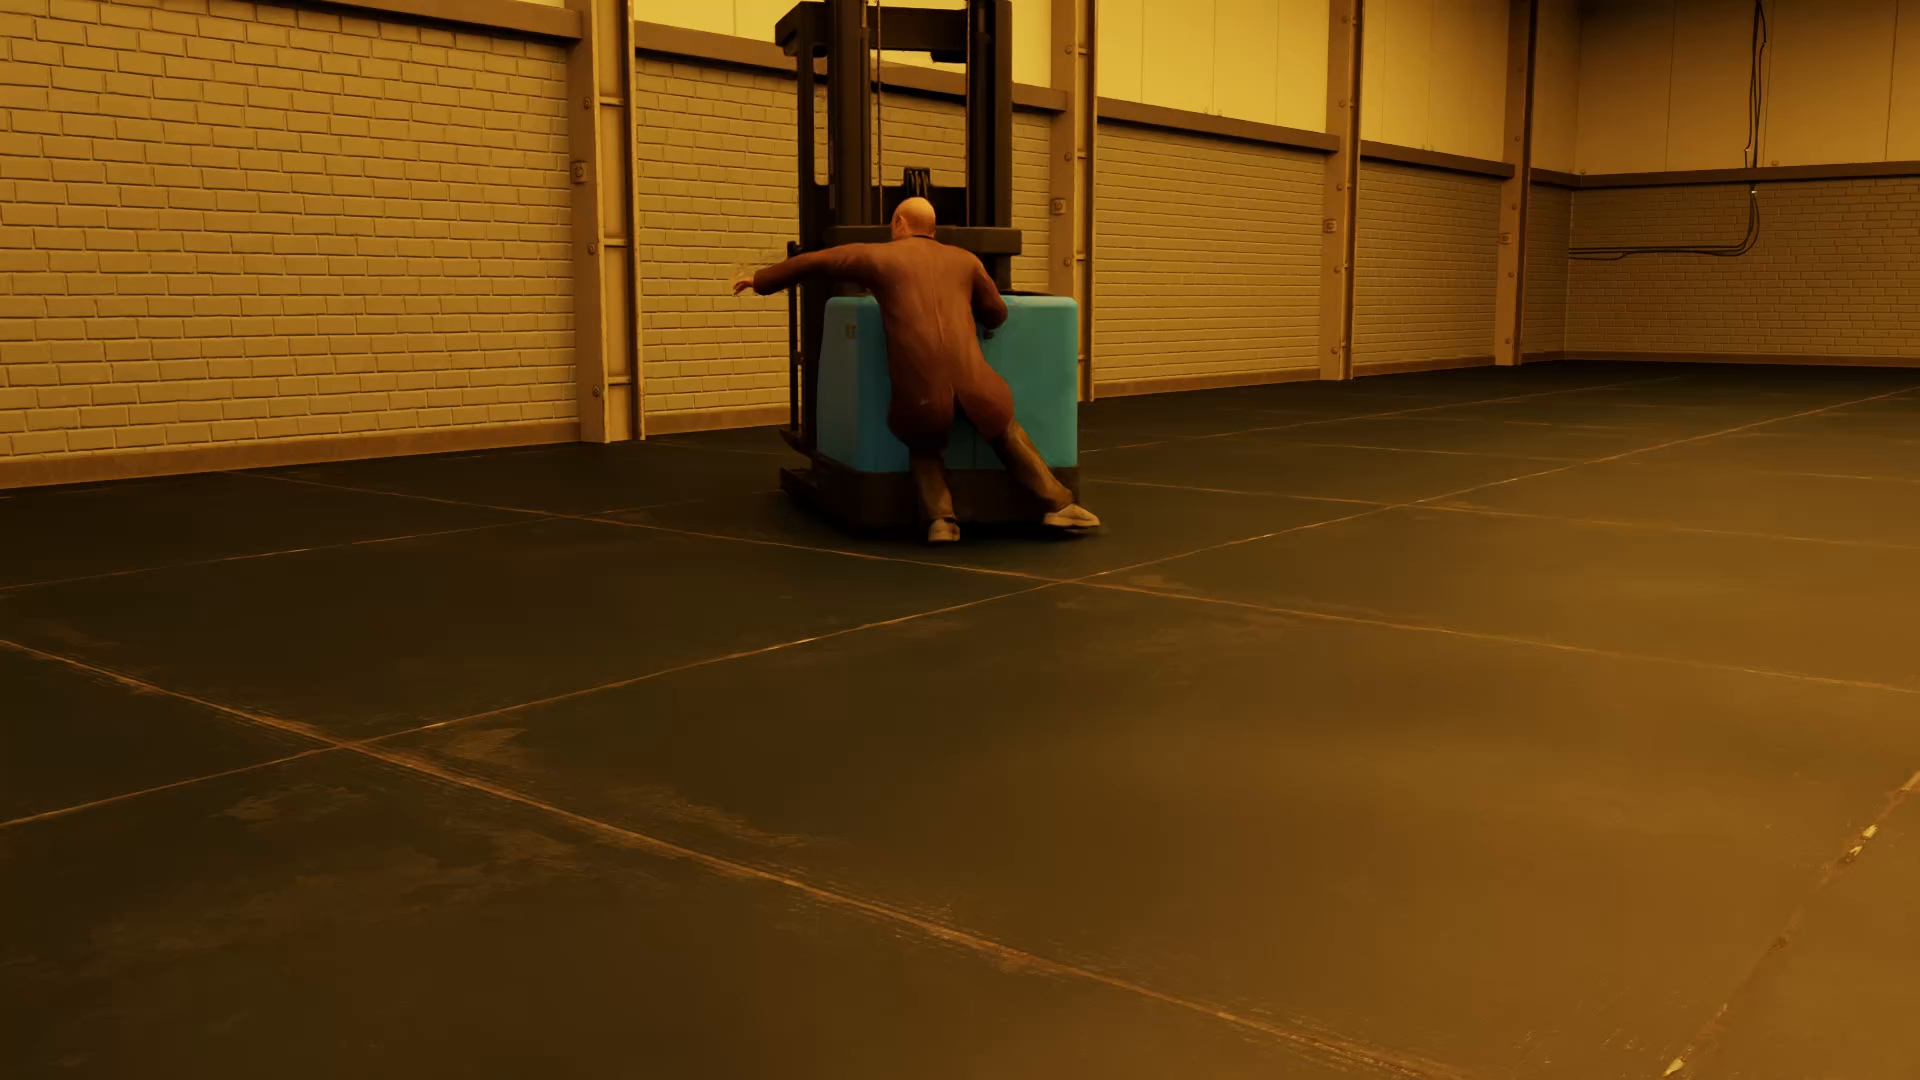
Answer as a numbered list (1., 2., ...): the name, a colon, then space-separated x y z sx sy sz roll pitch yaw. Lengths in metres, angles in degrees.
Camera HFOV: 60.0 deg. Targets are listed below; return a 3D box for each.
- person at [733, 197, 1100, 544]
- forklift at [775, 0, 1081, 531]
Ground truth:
1. person: -0.133 -0.730 7.249 1.618 1.500 0.804 -3 9 -17
2. forklift: -0.341 -1.664 8.652 1.130 2.935 3.031 -2 9 -16
